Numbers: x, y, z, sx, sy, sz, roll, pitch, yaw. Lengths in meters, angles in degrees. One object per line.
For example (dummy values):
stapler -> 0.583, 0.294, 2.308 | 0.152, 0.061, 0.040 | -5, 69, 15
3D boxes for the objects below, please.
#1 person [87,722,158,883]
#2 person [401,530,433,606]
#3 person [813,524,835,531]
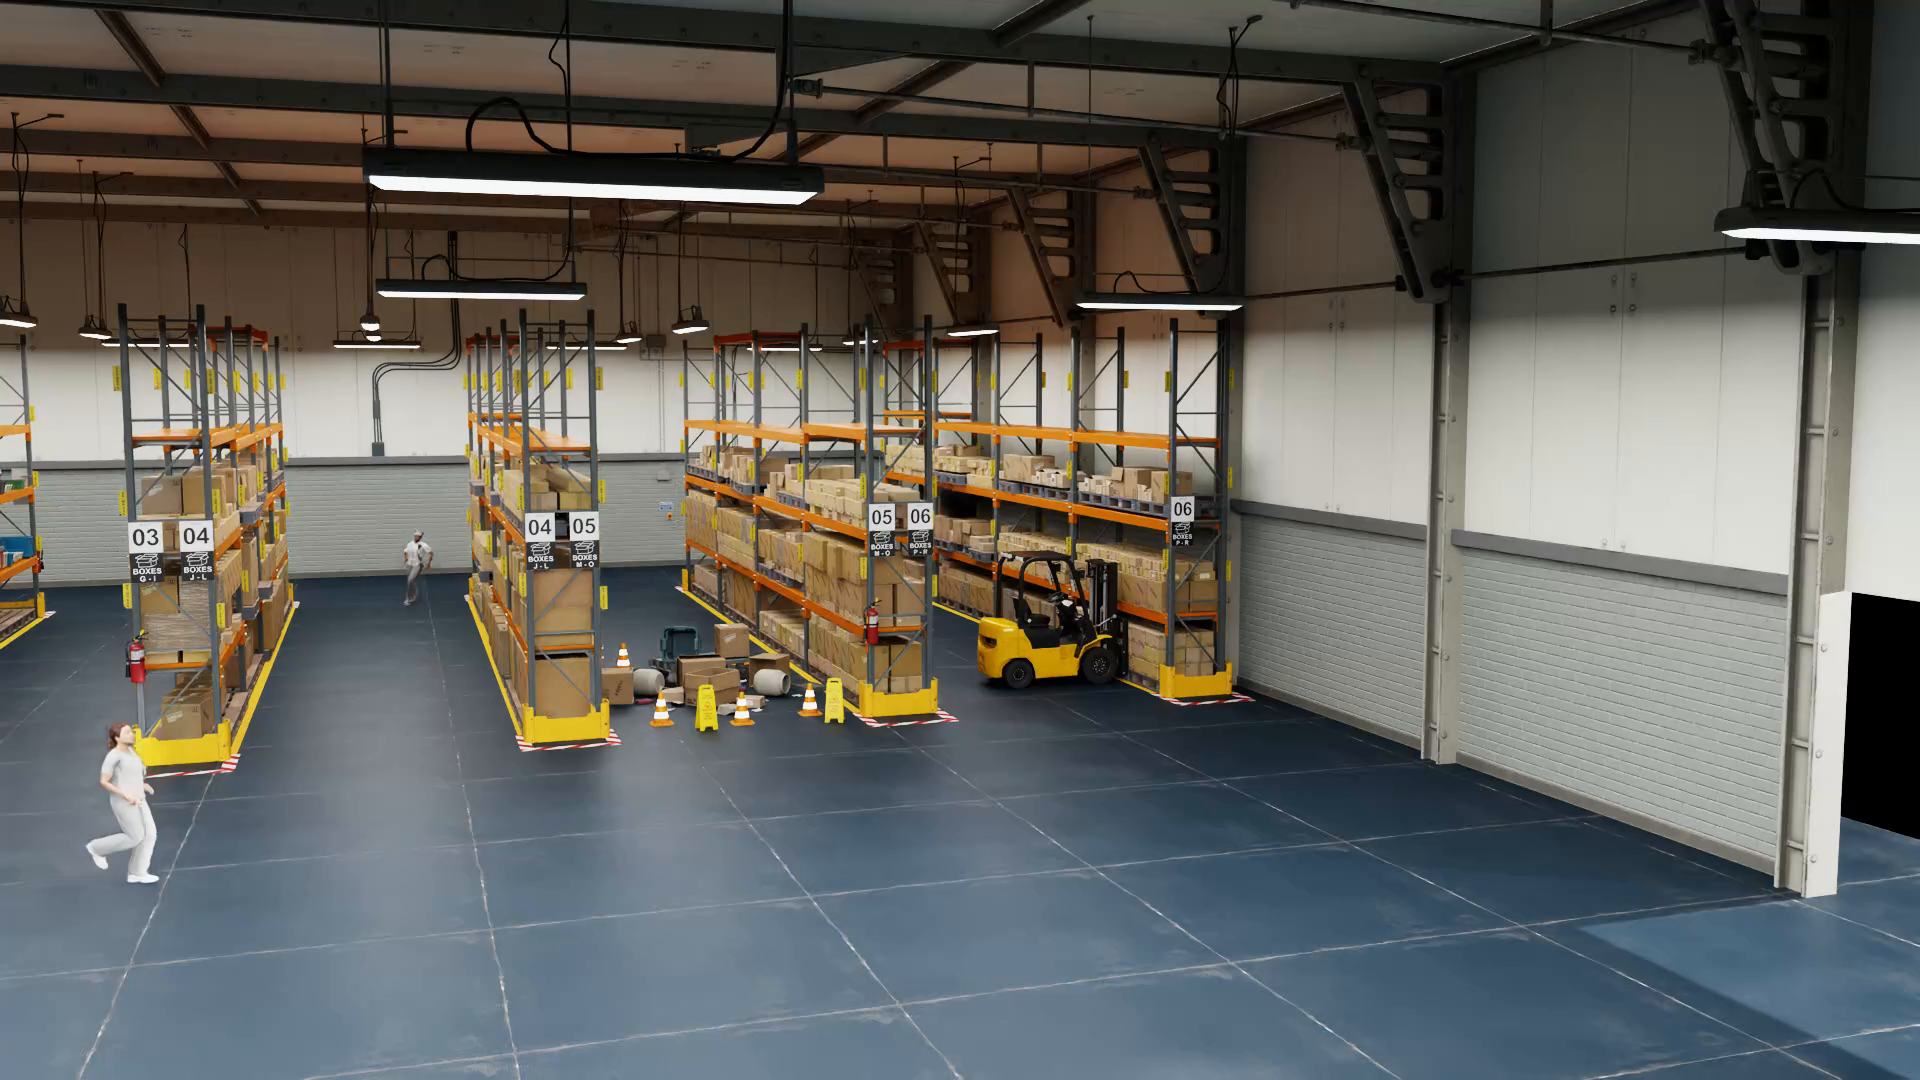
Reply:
person -> -8.370, 2.620, 16.636 | 0.677, 1.627, 0.563 | 0, 5, 3
person -> -12.311, 0.615, 37.544 | 0.622, 1.698, 0.773 | 2, 6, 16
person -> -3.079, 0.266, 37.507 | 0.704, 1.834, 0.972 | -3, 6, -26
